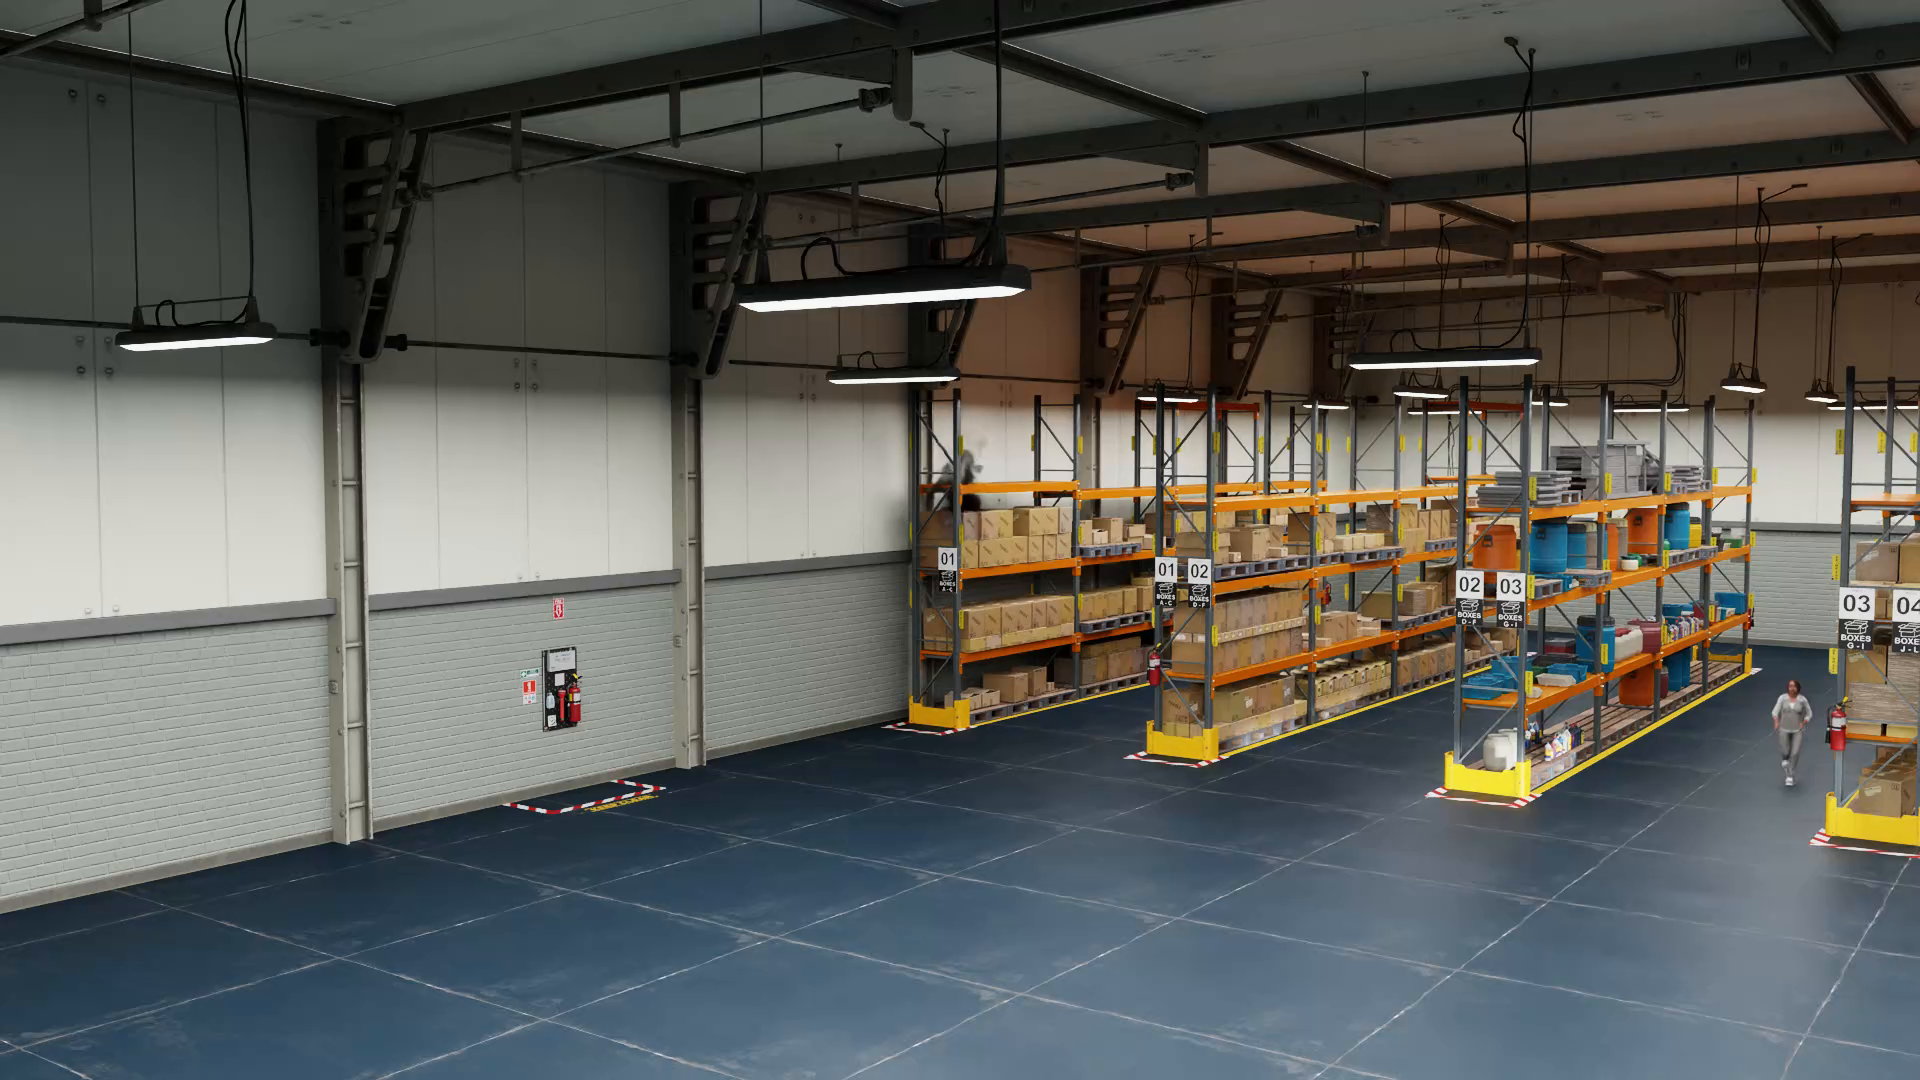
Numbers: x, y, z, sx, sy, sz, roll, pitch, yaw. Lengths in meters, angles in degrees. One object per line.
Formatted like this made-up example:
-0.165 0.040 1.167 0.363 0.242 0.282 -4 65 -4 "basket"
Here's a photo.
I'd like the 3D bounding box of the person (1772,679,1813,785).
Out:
12.304 2.830 24.596 0.538 1.557 0.549 2 4 28 "person"
